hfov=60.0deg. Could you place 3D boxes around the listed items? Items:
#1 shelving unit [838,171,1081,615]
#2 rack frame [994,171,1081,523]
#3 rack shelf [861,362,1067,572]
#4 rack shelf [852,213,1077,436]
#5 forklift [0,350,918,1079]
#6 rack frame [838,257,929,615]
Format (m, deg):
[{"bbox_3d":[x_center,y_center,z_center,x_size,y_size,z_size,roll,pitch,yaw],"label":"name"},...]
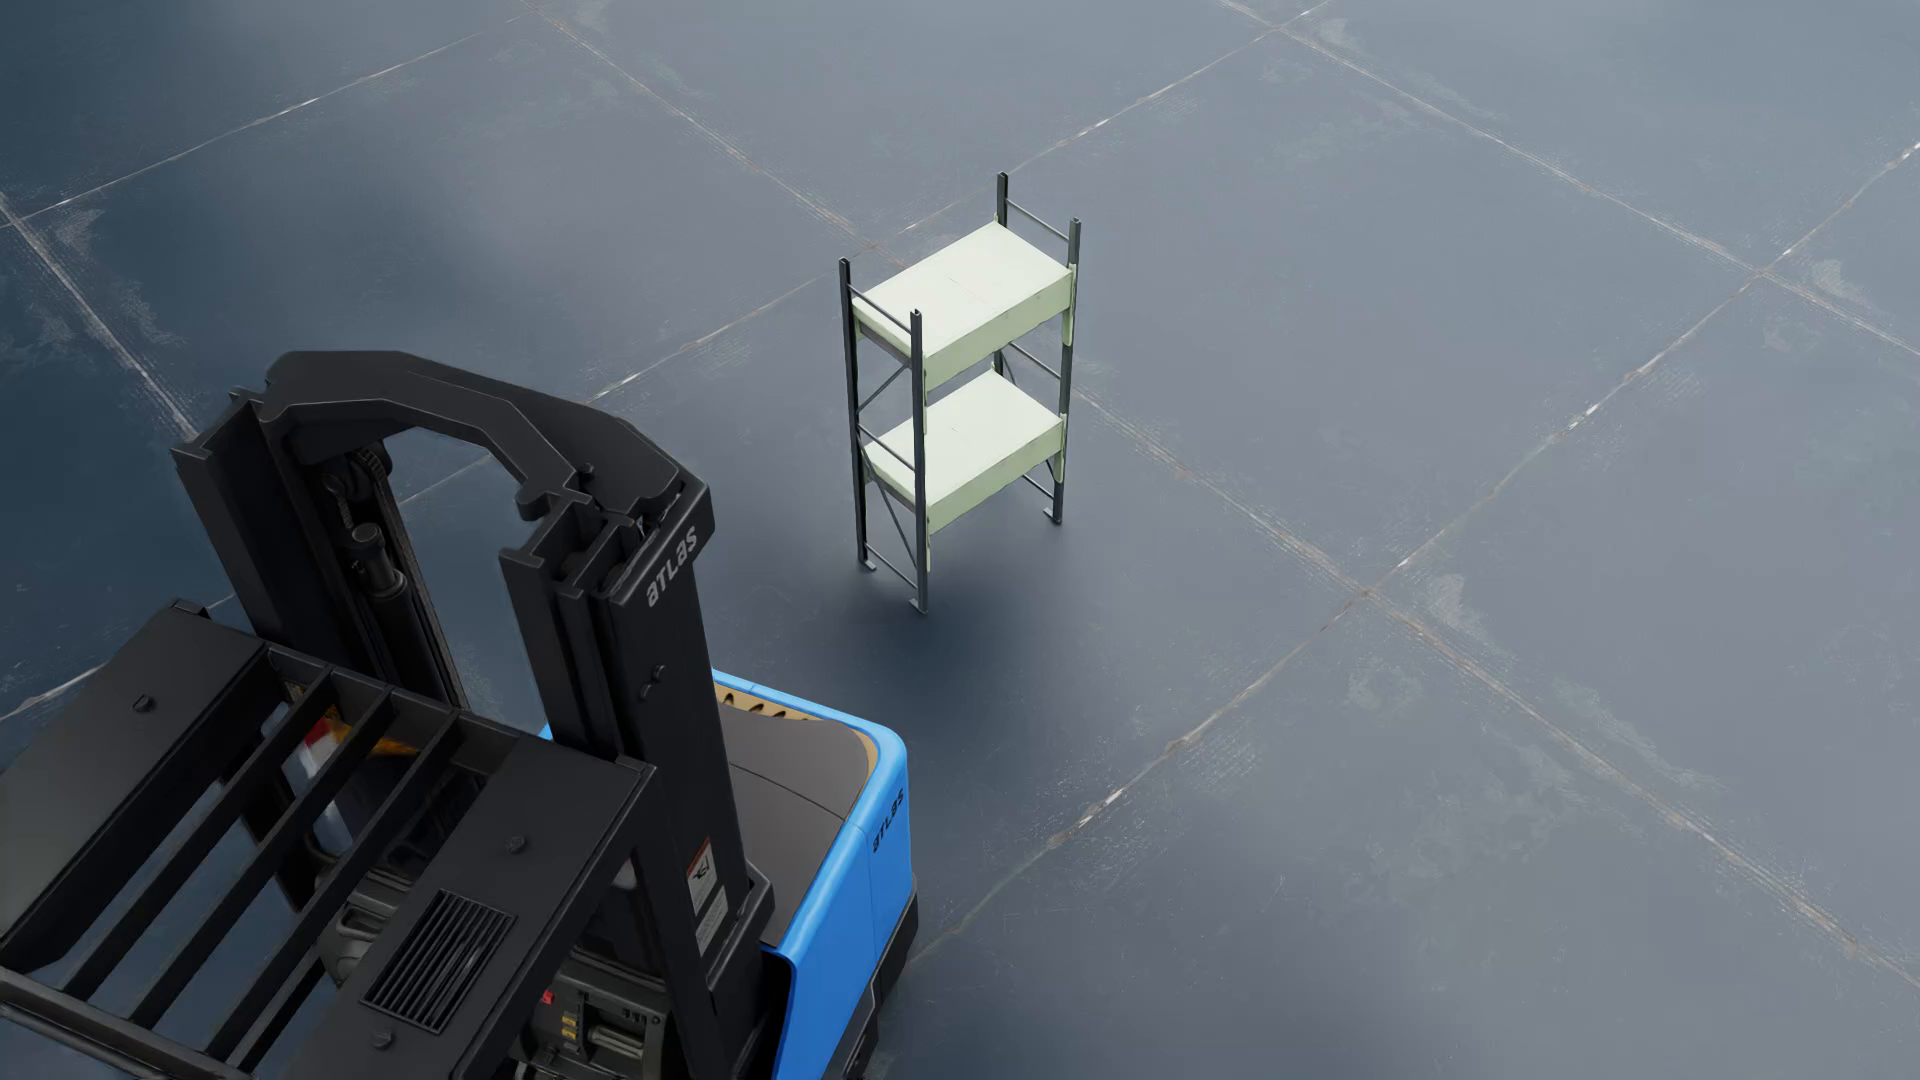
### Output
[{"bbox_3d":[0.005,-0.512,6.202,0.755,1.500,0.431,-34,56,-27],"label":"shelving unit"},{"bbox_3d":[0.276,-0.693,6.369,0.023,1.500,0.400,-34,56,-27],"label":"rack frame"},{"bbox_3d":[0.005,-0.291,6.441,0.720,0.370,0.431,-34,56,-27],"label":"rack shelf"},{"bbox_3d":[0.005,-0.777,5.915,0.720,0.370,0.431,-34,56,-27],"label":"rack shelf"},{"bbox_3d":[-1.161,1.162,3.683,1.130,2.935,3.031,17,49,15],"label":"forklift"},{"bbox_3d":[-0.266,-0.331,6.035,0.023,1.500,0.400,-34,56,-27],"label":"rack frame"}]
